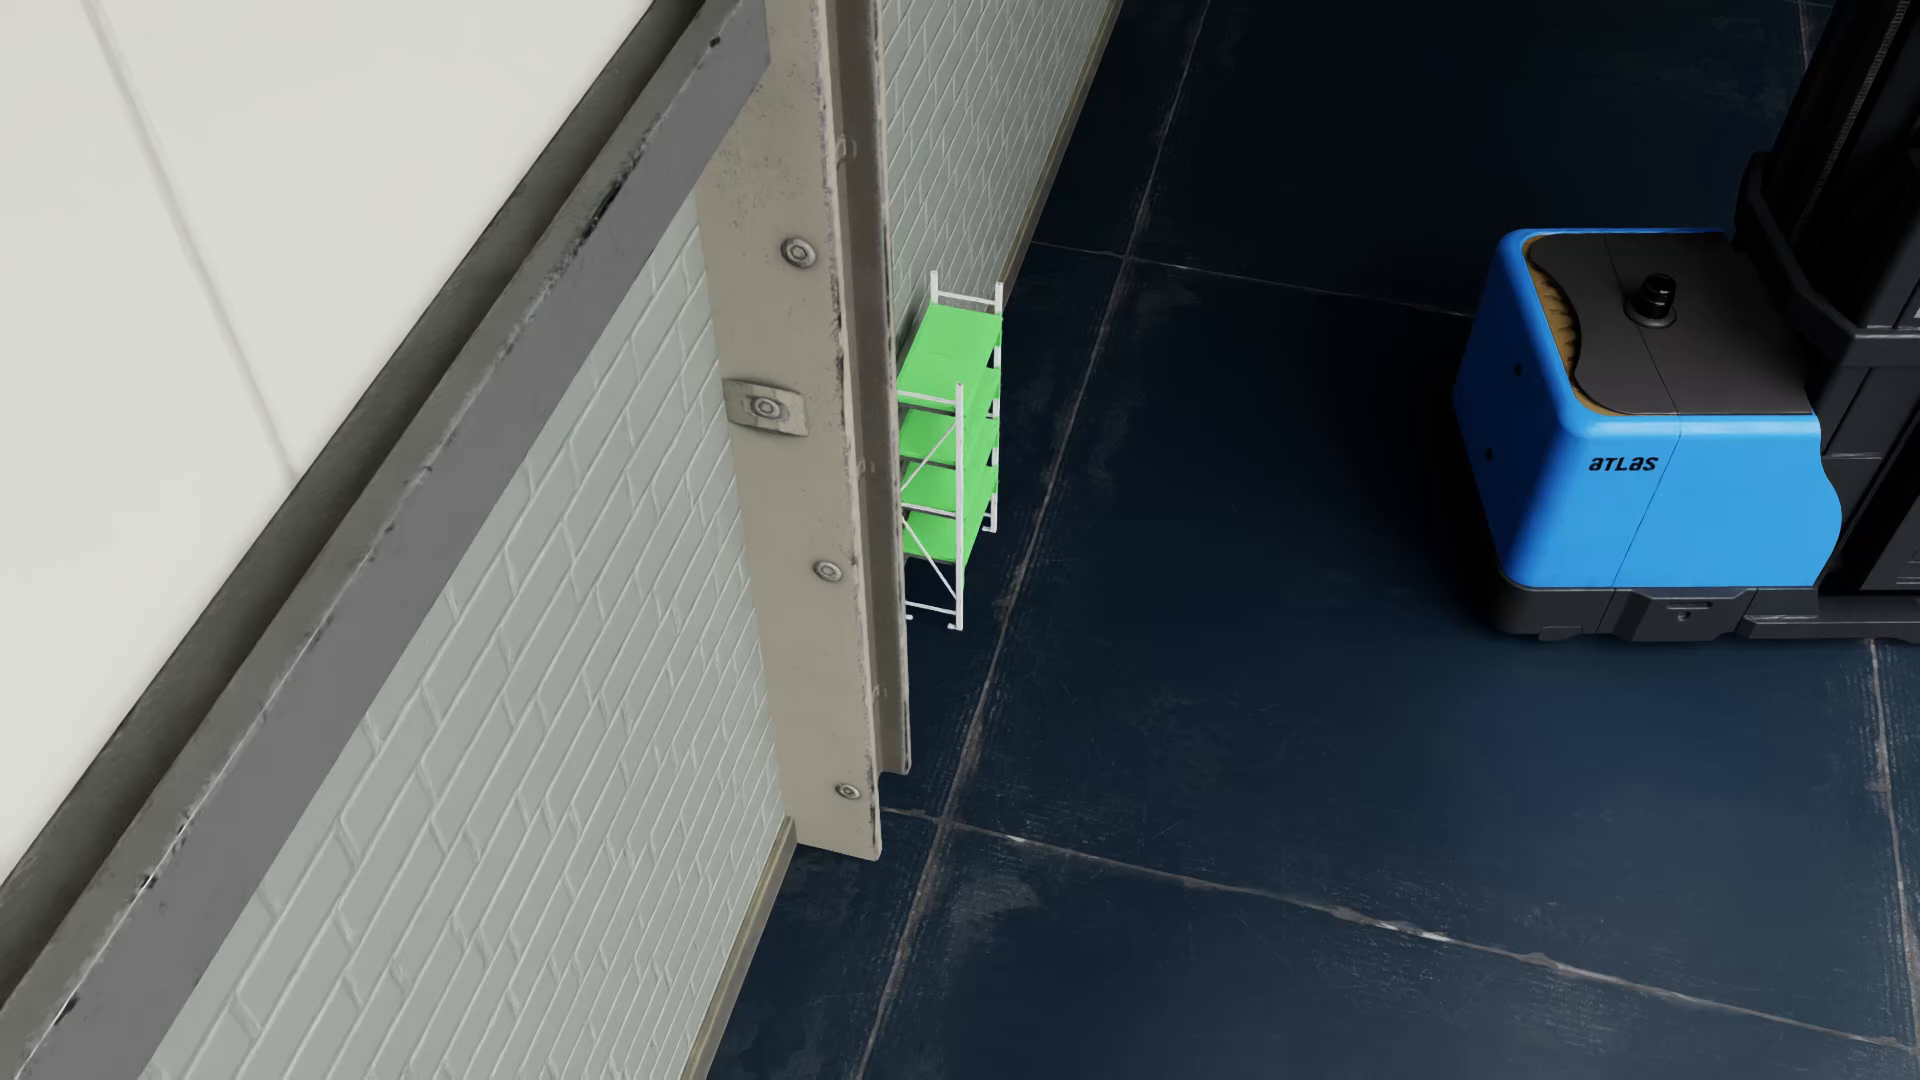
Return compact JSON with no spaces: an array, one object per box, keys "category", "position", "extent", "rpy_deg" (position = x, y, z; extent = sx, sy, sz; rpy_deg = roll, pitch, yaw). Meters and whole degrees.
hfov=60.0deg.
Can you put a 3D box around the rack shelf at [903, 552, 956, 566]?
[{"category":"rack shelf","position":[-0.044,-0.095,5.901],"extent":[0.199,0.029,0.442],"rpy_deg":[12,50,10]}]

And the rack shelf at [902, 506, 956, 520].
[{"category":"rack shelf","position":[-0.044,-0.254,5.721],"extent":[0.199,0.029,0.442],"rpy_deg":[12,50,10]}]

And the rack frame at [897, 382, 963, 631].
[{"category":"rack frame","position":[-0.108,-0.101,5.539],"extent":[0.240,1.200,0.015],"rpy_deg":[12,50,10]}]

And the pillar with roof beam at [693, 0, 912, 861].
[{"category":"pillar with roof beam","position":[3.791,-1.270,1.369],"extent":[9.100,9.000,0.400],"rpy_deg":[12,50,10]}]

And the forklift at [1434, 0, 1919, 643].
[{"category":"forklift","position":[3.369,-0.993,5.172],"extent":[3.031,2.935,1.130],"rpy_deg":[0,49,0]}]

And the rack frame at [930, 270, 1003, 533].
[{"category":"rack frame","position":[0.021,-0.454,5.850],"extent":[0.240,1.200,0.015],"rpy_deg":[12,50,10]}]

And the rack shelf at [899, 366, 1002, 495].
[{"category":"rack shelf","position":[-0.044,-0.394,5.562],"extent":[0.258,0.148,0.480],"rpy_deg":[12,50,10]}]

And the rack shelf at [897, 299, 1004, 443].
[{"category":"rack shelf","position":[-0.044,-0.553,5.382],"extent":[0.258,0.148,0.480],"rpy_deg":[12,50,10]}]

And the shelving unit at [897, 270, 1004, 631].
[{"category":"shelving unit","position":[-0.044,-0.277,5.694],"extent":[0.258,1.200,0.503],"rpy_deg":[12,50,10]}]
